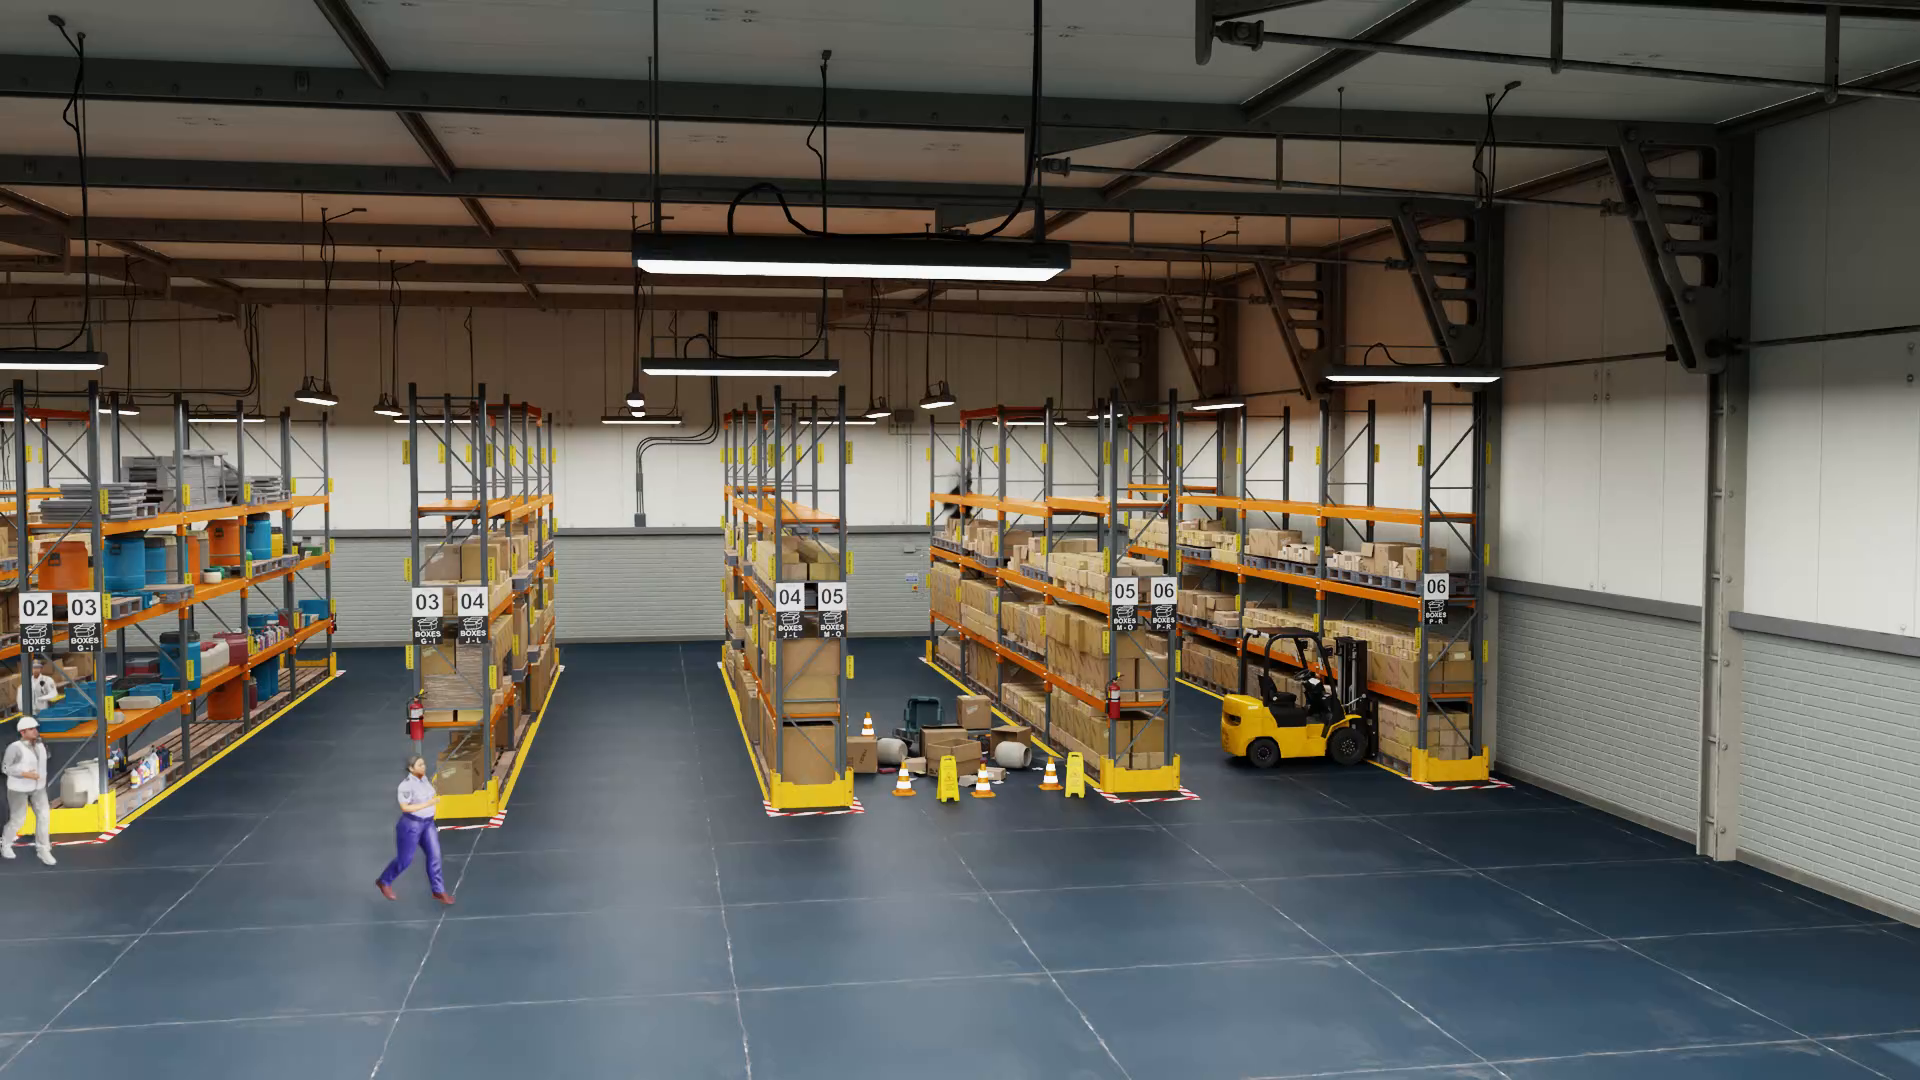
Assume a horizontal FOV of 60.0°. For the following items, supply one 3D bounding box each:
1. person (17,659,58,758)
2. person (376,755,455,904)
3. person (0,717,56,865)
[{"bbox_3d":[-14.983,2.806,27.010,0.624,1.771,0.738,-1,3,-18],"label":"person"},{"bbox_3d":[-6.058,3.207,18.498,0.934,1.643,0.601,1,3,20],"label":"person"},{"bbox_3d":[-11.485,3.074,20.426,0.822,1.820,0.668,1,3,24],"label":"person"}]
